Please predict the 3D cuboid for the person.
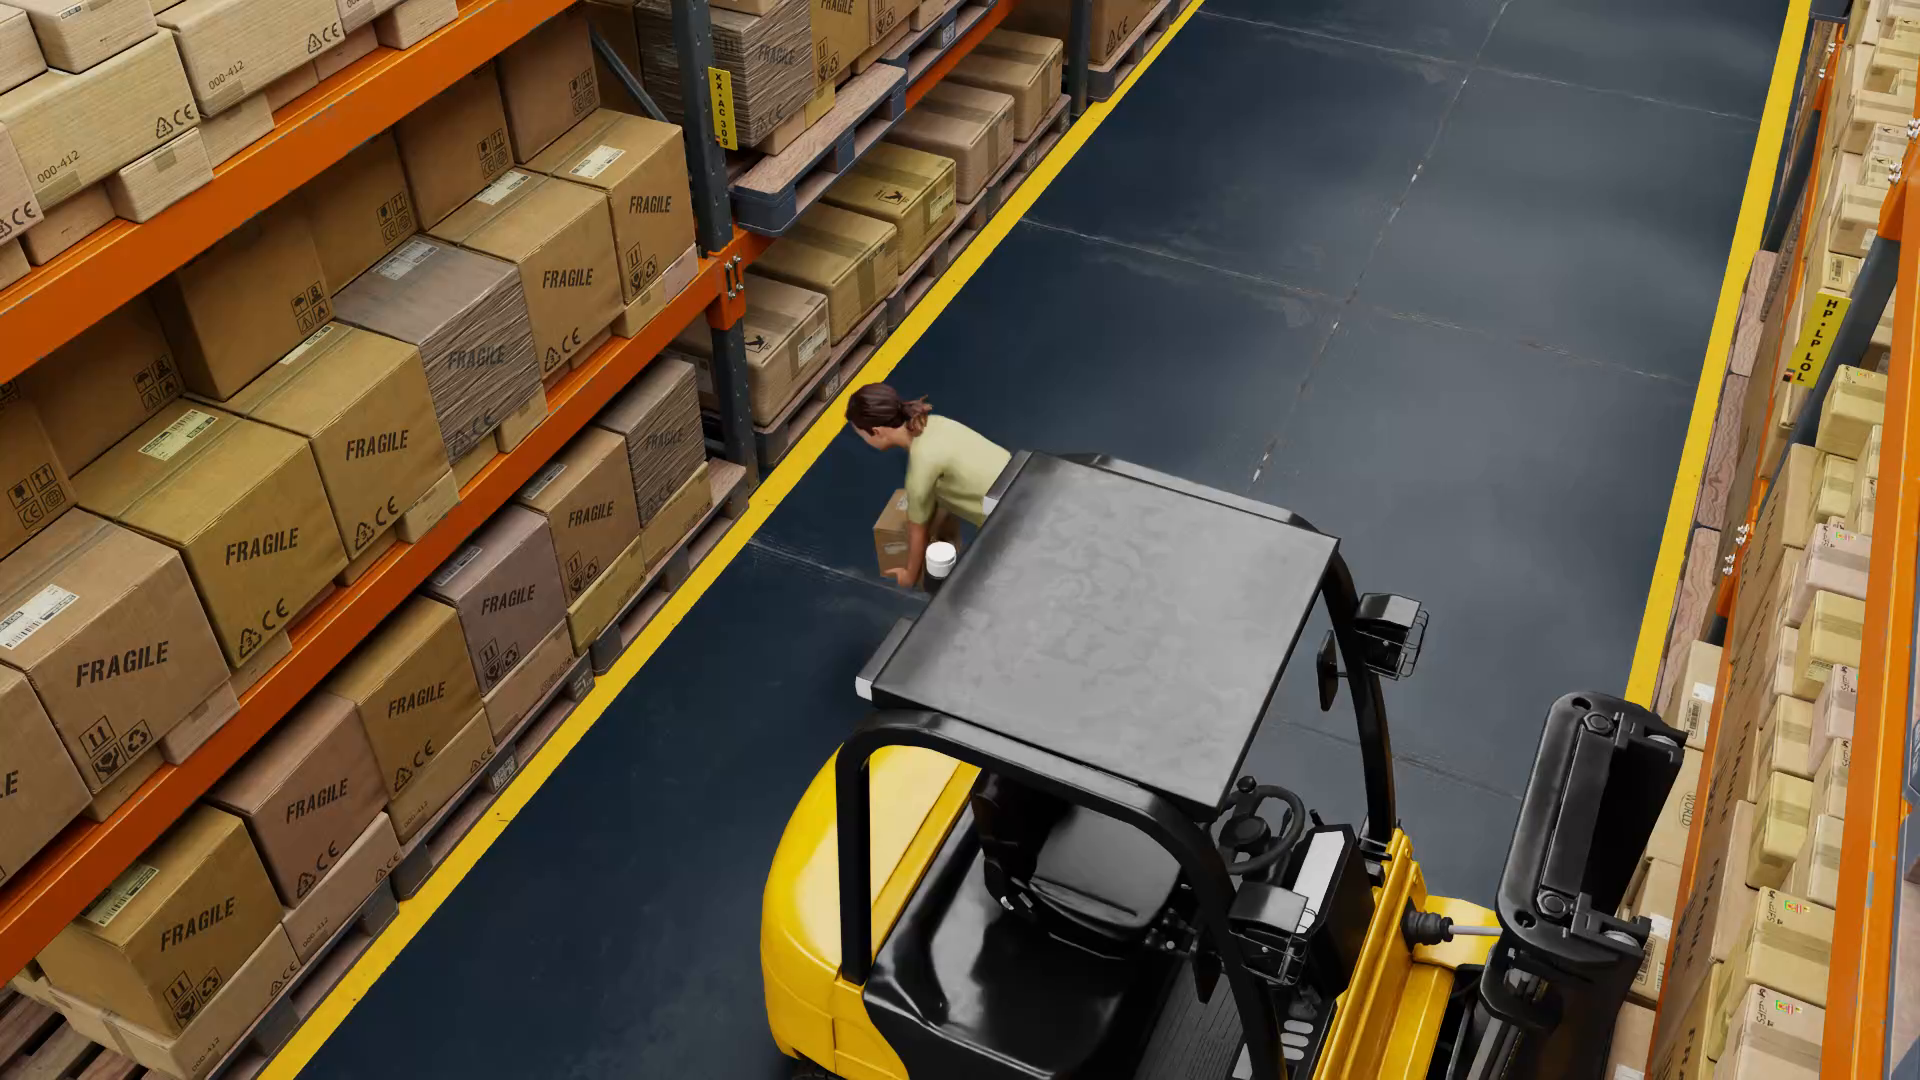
[{"bbox_3d":[-0.040,0.010,6.374,0.777,1.380,0.406,11,43,12],"label":"person"}]
